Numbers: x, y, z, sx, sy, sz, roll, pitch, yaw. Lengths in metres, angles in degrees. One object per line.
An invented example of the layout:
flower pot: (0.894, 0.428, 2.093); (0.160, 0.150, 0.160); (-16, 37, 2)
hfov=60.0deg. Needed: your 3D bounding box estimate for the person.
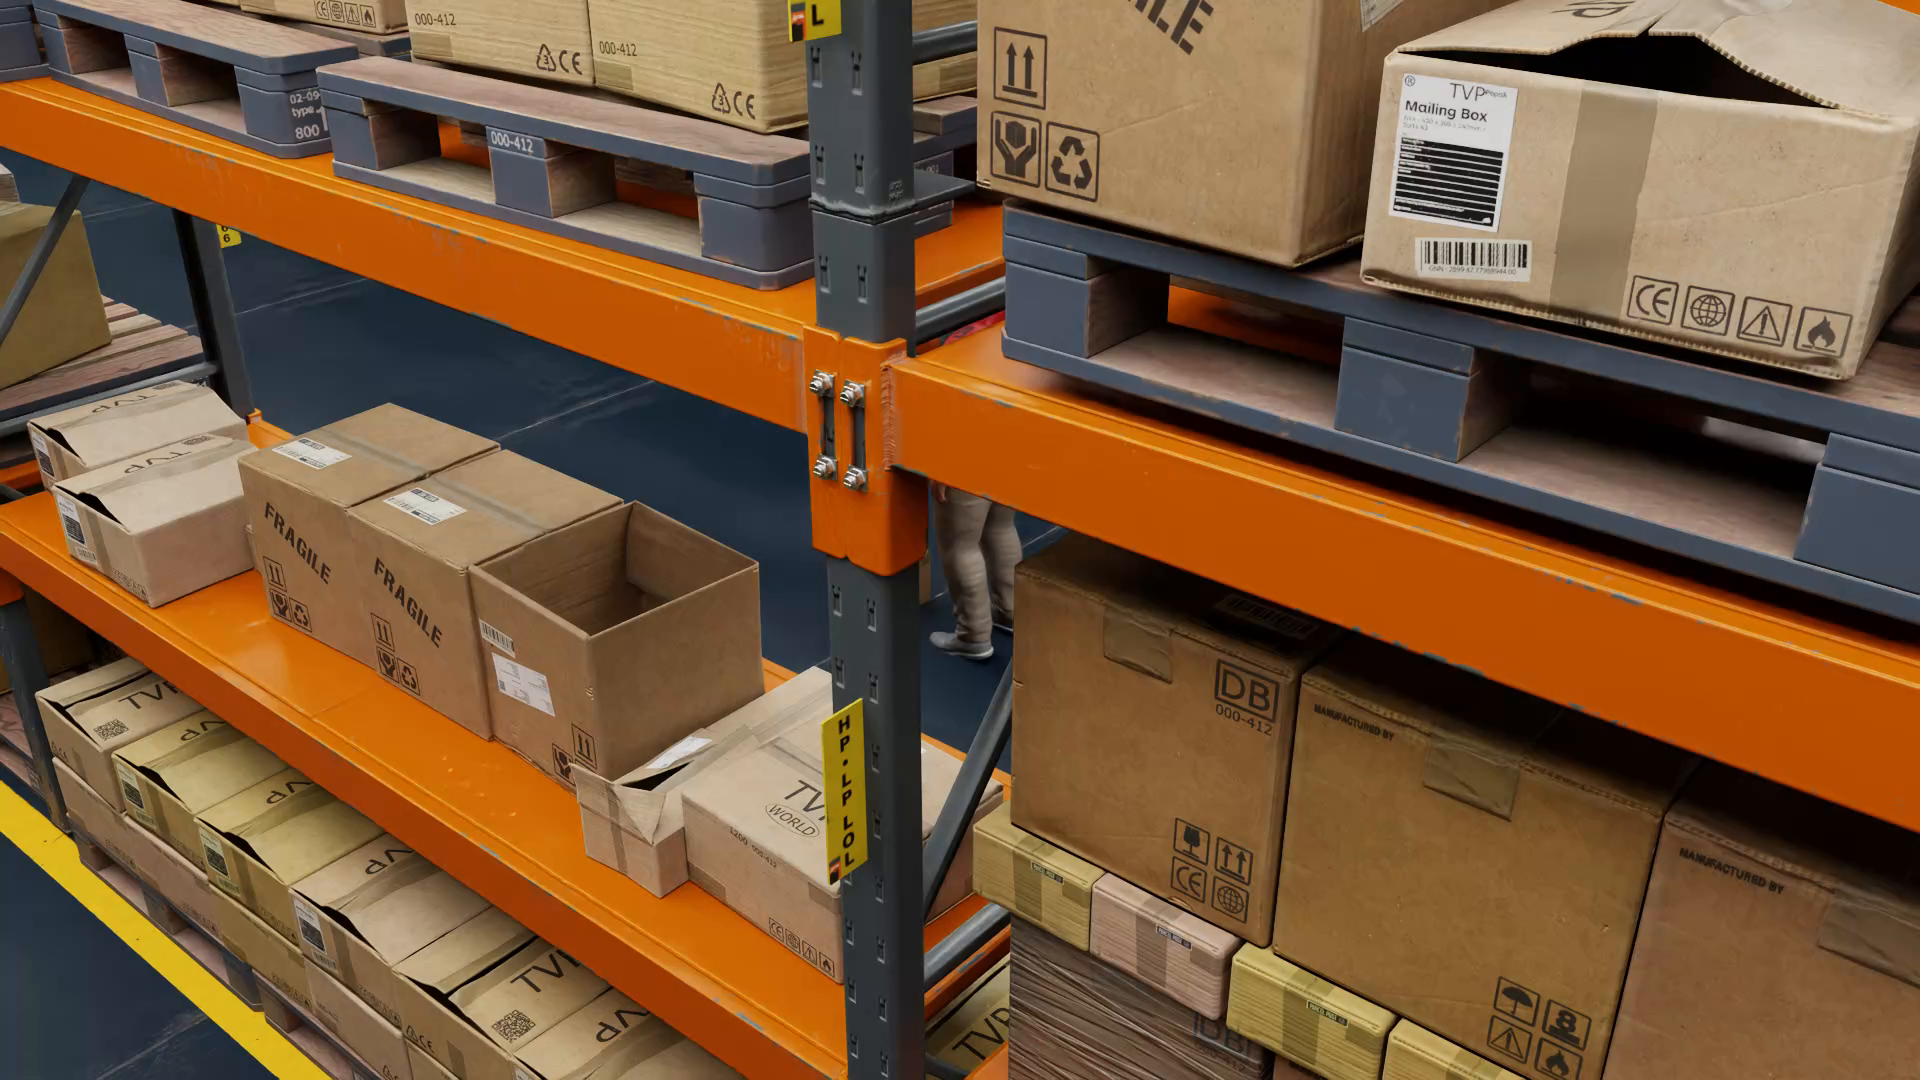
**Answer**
person: (0.058, -0.337, 6.823); (0.360, 1.743, 0.526); (22, 34, 36)
